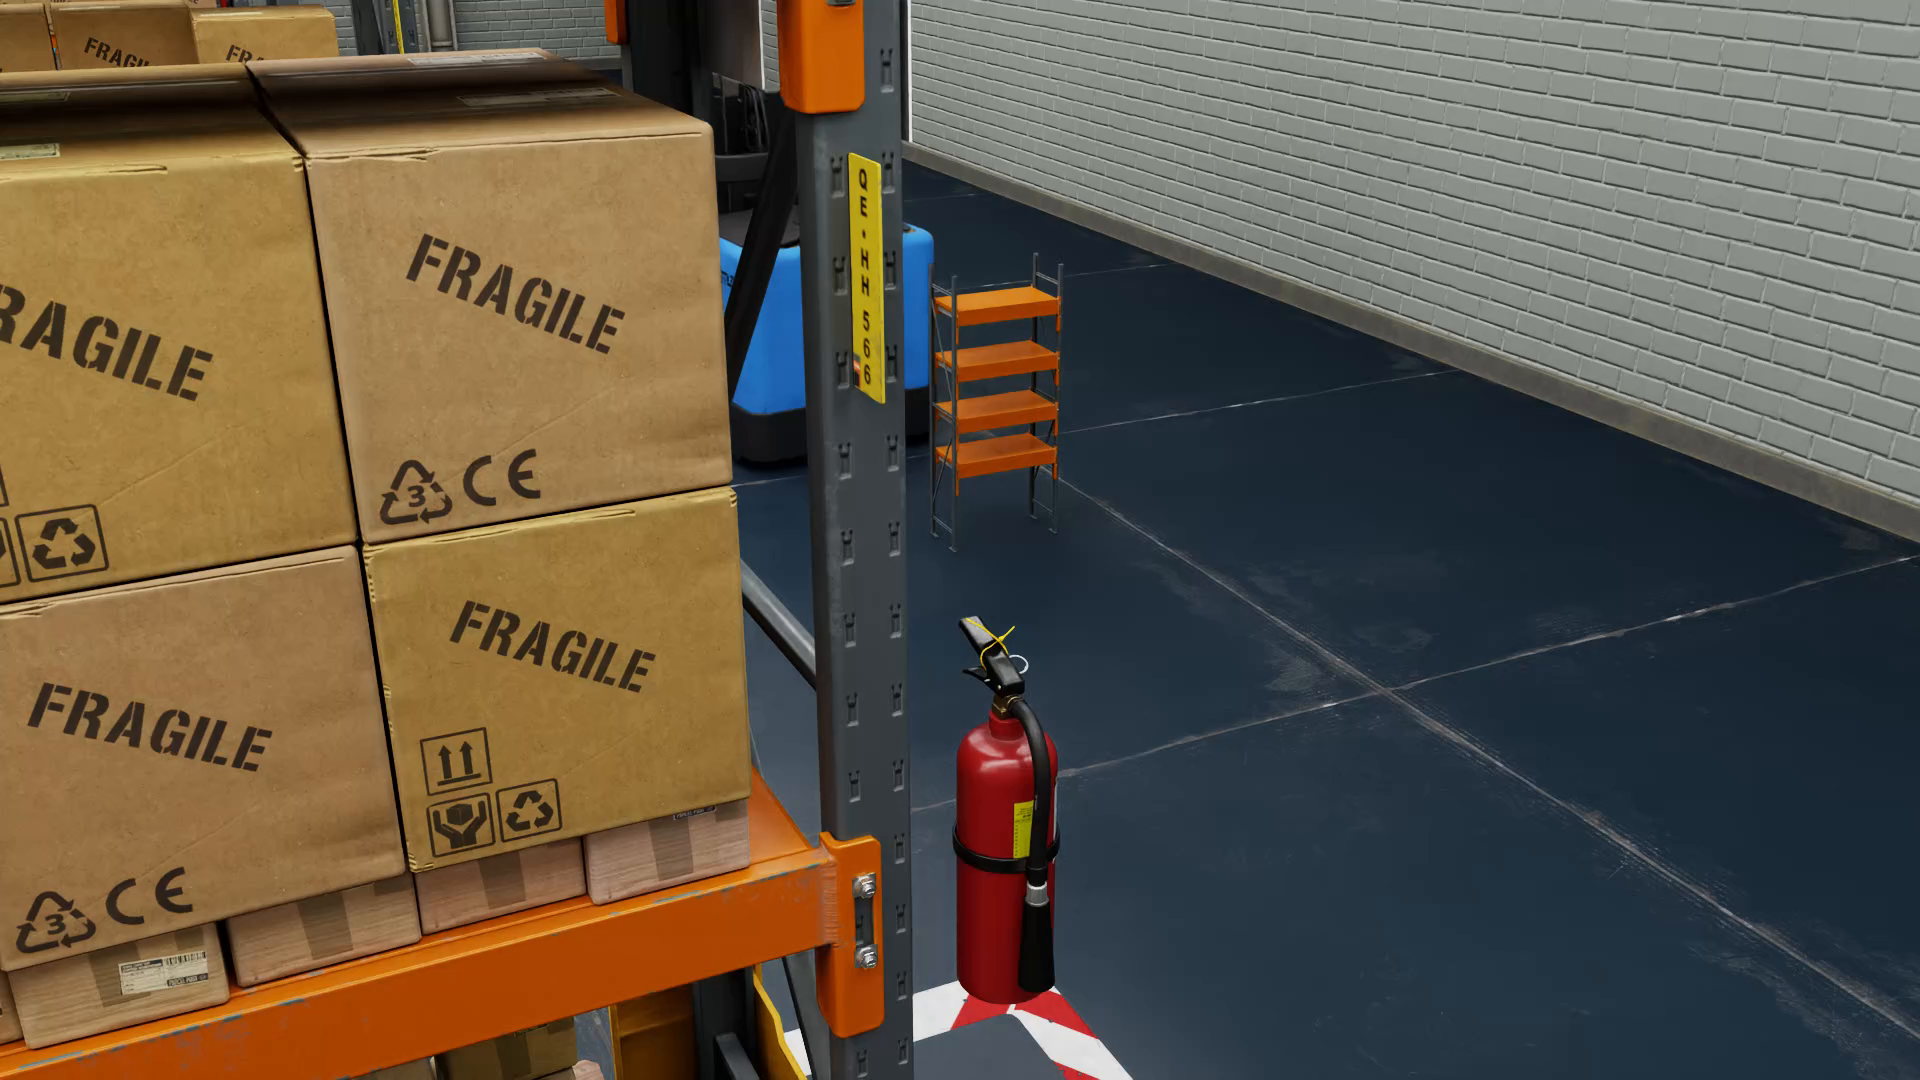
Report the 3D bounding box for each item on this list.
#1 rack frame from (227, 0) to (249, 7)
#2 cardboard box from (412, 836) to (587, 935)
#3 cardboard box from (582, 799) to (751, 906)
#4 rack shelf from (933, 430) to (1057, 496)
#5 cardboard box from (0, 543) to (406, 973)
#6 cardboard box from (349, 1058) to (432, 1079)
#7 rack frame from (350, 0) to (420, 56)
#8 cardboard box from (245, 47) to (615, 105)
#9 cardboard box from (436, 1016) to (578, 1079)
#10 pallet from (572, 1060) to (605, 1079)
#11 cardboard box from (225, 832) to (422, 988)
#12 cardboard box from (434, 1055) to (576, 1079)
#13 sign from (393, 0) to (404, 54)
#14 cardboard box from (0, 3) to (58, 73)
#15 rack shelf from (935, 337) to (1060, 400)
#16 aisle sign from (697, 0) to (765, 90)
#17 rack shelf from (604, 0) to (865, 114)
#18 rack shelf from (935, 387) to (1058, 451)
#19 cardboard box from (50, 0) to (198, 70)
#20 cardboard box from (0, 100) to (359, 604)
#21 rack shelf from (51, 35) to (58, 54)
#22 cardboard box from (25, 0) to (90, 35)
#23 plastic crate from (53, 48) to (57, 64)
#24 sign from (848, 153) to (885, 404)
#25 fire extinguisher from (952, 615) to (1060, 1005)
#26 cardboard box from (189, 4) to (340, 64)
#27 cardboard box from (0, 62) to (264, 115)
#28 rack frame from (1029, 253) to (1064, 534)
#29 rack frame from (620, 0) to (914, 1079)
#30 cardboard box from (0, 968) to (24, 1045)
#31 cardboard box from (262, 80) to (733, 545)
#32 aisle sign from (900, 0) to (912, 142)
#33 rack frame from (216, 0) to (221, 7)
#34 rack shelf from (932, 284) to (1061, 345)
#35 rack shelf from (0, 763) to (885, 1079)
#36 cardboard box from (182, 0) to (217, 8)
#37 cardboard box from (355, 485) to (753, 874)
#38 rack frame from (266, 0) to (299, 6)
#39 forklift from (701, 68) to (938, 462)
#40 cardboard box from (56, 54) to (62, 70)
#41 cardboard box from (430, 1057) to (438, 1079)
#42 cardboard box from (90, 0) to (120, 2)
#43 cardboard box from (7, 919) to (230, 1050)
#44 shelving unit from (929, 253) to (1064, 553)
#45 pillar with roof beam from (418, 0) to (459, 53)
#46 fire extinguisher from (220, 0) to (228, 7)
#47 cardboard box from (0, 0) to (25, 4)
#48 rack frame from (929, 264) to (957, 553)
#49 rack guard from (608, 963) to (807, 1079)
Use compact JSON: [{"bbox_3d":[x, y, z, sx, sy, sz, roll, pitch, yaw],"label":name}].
[{"bbox_3d":[-6.702,-5.006,15.423,0.127,3.000,1.000,-10,25,-24],"label":"rack frame"},{"bbox_3d":[-0.760,0.430,2.618,0.250,0.149,0.380,-10,25,-24],"label":"cardboard box"},{"bbox_3d":[-0.520,0.402,2.686,0.250,0.149,0.380,-10,25,-24],"label":"cardboard box"},{"bbox_3d":[0.149,-0.336,7.189,0.480,0.148,0.258,-10,25,-24],"label":"rack shelf"},{"bbox_3d":[-1.108,0.197,2.331,0.500,0.500,0.500,-11,25,-24],"label":"cardboard box"},{"bbox_3d":[-1.164,1.040,3.217,0.250,0.149,0.380,-10,24,-23],"label":"cardboard box"},{"bbox_3d":[-2.409,-1.592,7.174,0.127,3.000,1.000,-10,25,-24],"label":"rack frame"},{"bbox_3d":[-0.868,-0.528,2.778,0.500,0.500,0.500,-11,25,-24],"label":"cardboard box"},{"bbox_3d":[-0.968,0.952,3.428,0.250,0.149,0.380,-12,25,-26],"label":"cardboard box"},{"bbox_3d":[-1.164,1.558,3.211,1.213,0.211,1.003,-10,25,-24],"label":"pallet"},{"bbox_3d":[-0.980,0.477,2.505,0.250,0.149,0.380,-11,25,-24],"label":"cardboard box"},{"bbox_3d":[-0.932,1.118,3.416,0.250,0.149,0.380,-9,24,-21],"label":"cardboard box"},{"bbox_3d":[-2.186,-2.047,6.450,0.005,0.325,0.100,-10,25,-24],"label":"sign"},{"bbox_3d":[-3.873,-1.849,6.622,0.500,0.500,0.500,-11,25,-25],"label":"cardboard box"},{"bbox_3d":[0.149,-0.726,7.027,0.480,0.148,0.258,-10,25,-24],"label":"rack shelf"},{"bbox_3d":[-0.413,-1.182,2.786,0.004,0.787,0.394,-10,25,-24],"label":"aisle sign"},{"bbox_3d":[-2.151,-0.588,1.766,4.000,0.370,1.077,-10,25,-24],"label":"rack shelf"},{"bbox_3d":[0.149,-0.520,7.113,0.480,0.148,0.258,-10,25,-24],"label":"rack shelf"},{"bbox_3d":[-3.409,-1.937,6.834,0.500,0.500,0.500,-11,25,-25],"label":"cardboard box"},{"bbox_3d":[-1.110,-0.266,2.143,0.500,0.500,0.500,-11,25,-25],"label":"cardboard box"},{"bbox_3d":[-8.504,-4.342,14.759,4.000,0.370,1.077,-10,25,-24],"label":"rack shelf"},{"bbox_3d":[-7.905,-4.716,14.591,0.500,0.500,0.500,-10,25,-23],"label":"cardboard box"},{"bbox_3d":[-6.108,-3.103,10.965,0.300,0.233,0.416,-10,25,-24],"label":"plastic crate"},{"bbox_3d":[-0.126,-0.352,2.252,0.005,0.325,0.100,-10,25,-24],"label":"sign"},{"bbox_3d":[0.079,0.460,2.807,0.183,0.674,0.296,-10,25,-24],"label":"fire extinguisher"},{"bbox_3d":[-2.734,-1.835,6.588,0.500,0.500,0.500,-10,25,-23],"label":"cardboard box"},{"bbox_3d":[-1.320,-0.443,2.570,0.500,0.500,0.500,-10,24,-22],"label":"cardboard box"},{"bbox_3d":[0.369,-0.622,7.185,0.015,1.200,0.240,-10,25,-24],"label":"rack frame"},{"bbox_3d":[-0.350,0.133,3.007,0.053,2.616,0.949,-10,25,-24],"label":"rack frame"},{"bbox_3d":[-1.450,0.561,2.302,0.250,0.149,0.380,-12,25,-26],"label":"cardboard box"},{"bbox_3d":[-0.653,-0.350,2.346,0.500,0.500,0.500,-11,25,-25],"label":"cardboard box"},{"bbox_3d":[-0.153,-0.976,2.286,0.004,0.787,0.394,-10,25,-24],"label":"aisle sign"},{"bbox_3d":[-8.853,-6.713,19.545,0.127,3.000,1.000,-10,25,-24],"label":"rack frame"},{"bbox_3d":[0.149,-0.945,6.937,0.480,0.148,0.258,-10,25,-24],"label":"rack shelf"},{"bbox_3d":[-2.151,0.798,2.340,4.000,0.370,1.077,-10,25,-24],"label":"rack shelf"},{"bbox_3d":[-6.987,-4.885,14.998,0.500,0.500,0.500,-10,24,-22],"label":"cardboard box"},{"bbox_3d":[-0.642,0.114,2.534,0.500,0.500,0.500,-10,24,-23],"label":"cardboard box"},{"bbox_3d":[-4.557,-3.299,11.297,0.127,3.000,1.000,-10,25,-24],"label":"rack frame"},{"bbox_3d":[-1.291,-2.245,8.842,1.130,2.935,3.031,-13,26,-28],"label":"forklift"},{"bbox_3d":[-10.345,-5.435,19.177,0.500,0.500,0.700,-11,25,-25],"label":"cardboard box"},{"bbox_3d":[-0.960,1.234,3.525,0.250,0.149,0.380,-10,24,-23],"label":"cardboard box"},{"bbox_3d":[-7.453,-4.797,14.787,0.500,0.500,0.500,-10,25,-23],"label":"cardboard box"},{"bbox_3d":[-1.199,0.527,2.383,0.250,0.149,0.380,-10,24,-22],"label":"cardboard box"},{"bbox_3d":[0.149,-0.582,7.087,0.503,1.200,0.258,-10,25,-24],"label":"shelving unit"},{"bbox_3d":[-4.929,-8.747,16.616,0.400,9.000,9.100,-10,25,-24],"label":"pillar with roof beam"},{"bbox_3d":[-8.517,-6.371,19.308,0.183,0.674,0.296,-10,25,-24],"label":"fire extinguisher"},{"bbox_3d":[-8.359,-4.633,14.390,0.500,0.500,0.500,-11,25,-24],"label":"cardboard box"},{"bbox_3d":[-0.071,-0.541,6.989,0.015,1.200,0.240,-10,25,-24],"label":"rack frame"},{"bbox_3d":[-0.417,1.302,3.452,0.348,0.500,1.175,-10,25,-24],"label":"rack guard"}]
